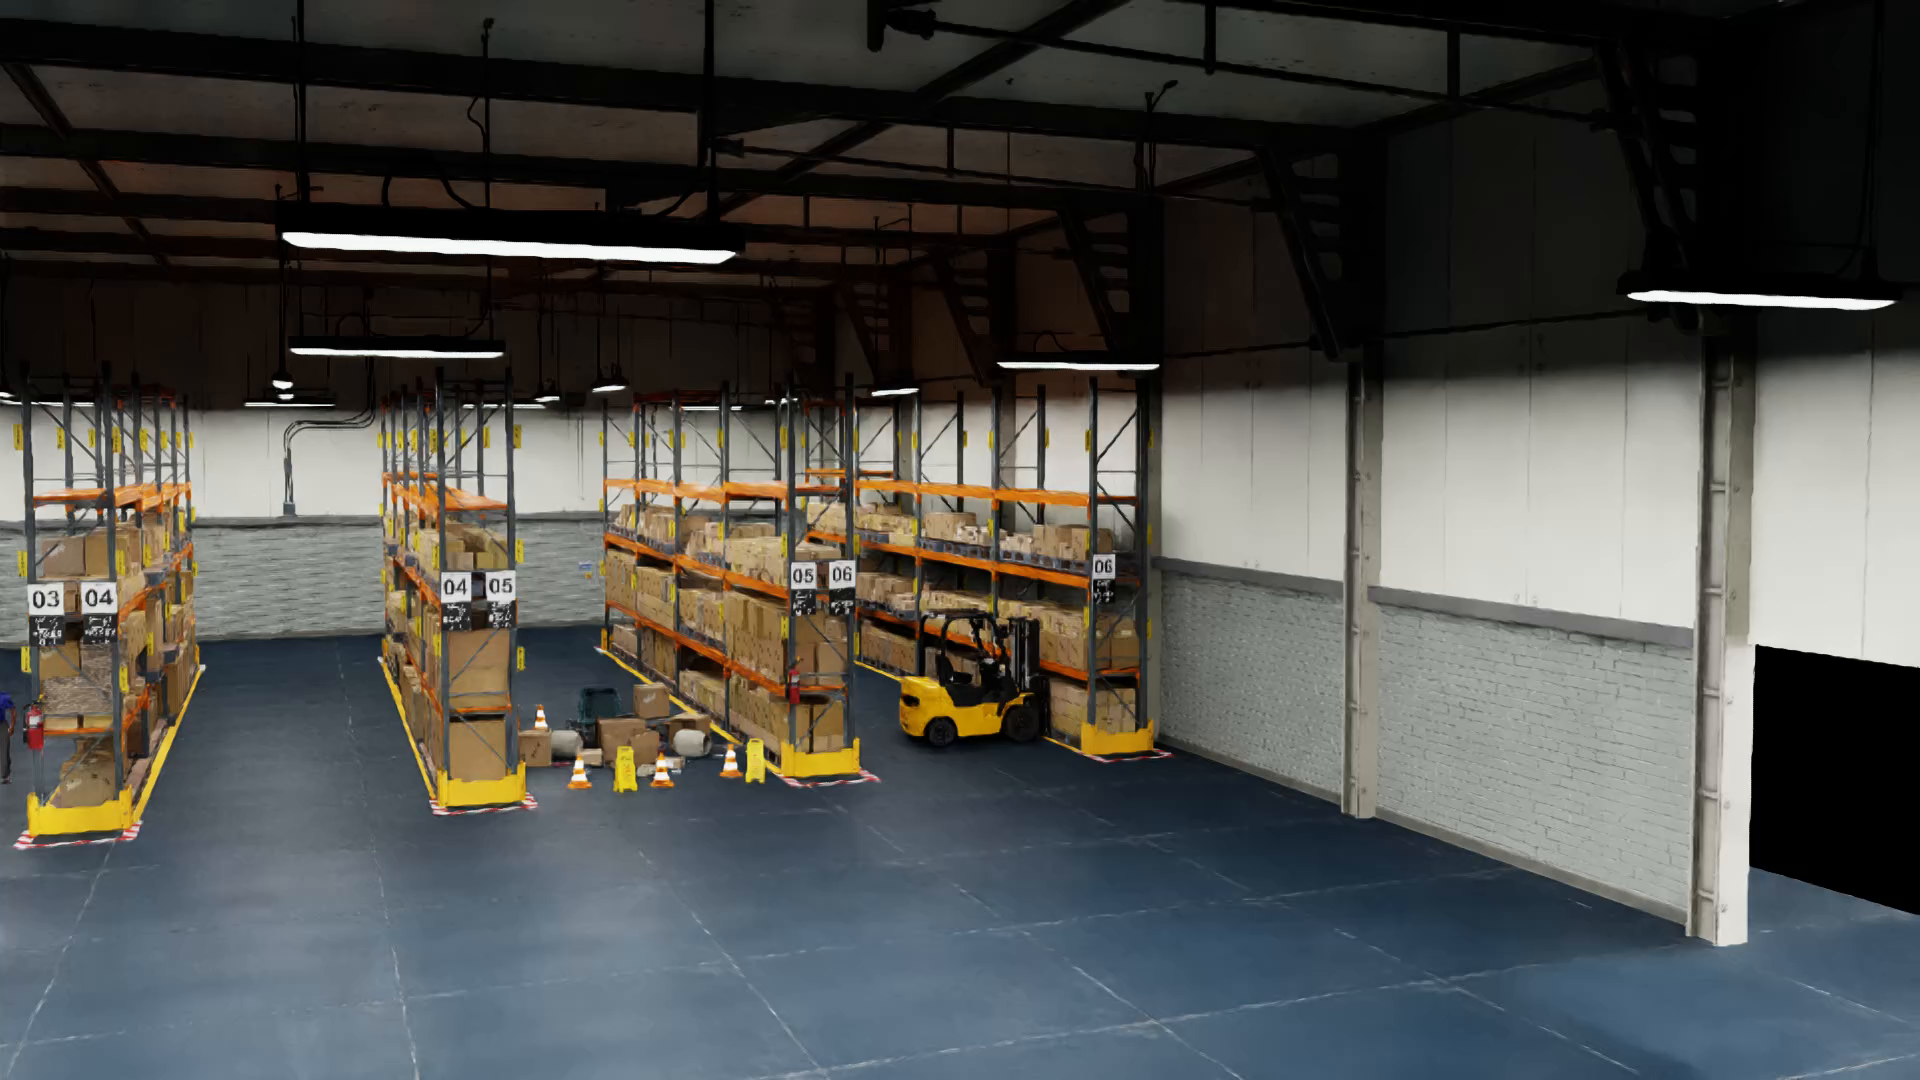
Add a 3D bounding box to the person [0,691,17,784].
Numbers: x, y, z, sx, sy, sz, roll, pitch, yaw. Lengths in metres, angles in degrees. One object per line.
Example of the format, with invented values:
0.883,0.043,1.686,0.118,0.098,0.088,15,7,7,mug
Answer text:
-14.024,2.756,24.139,0.592,1.604,0.518,-2,4,-24,person
